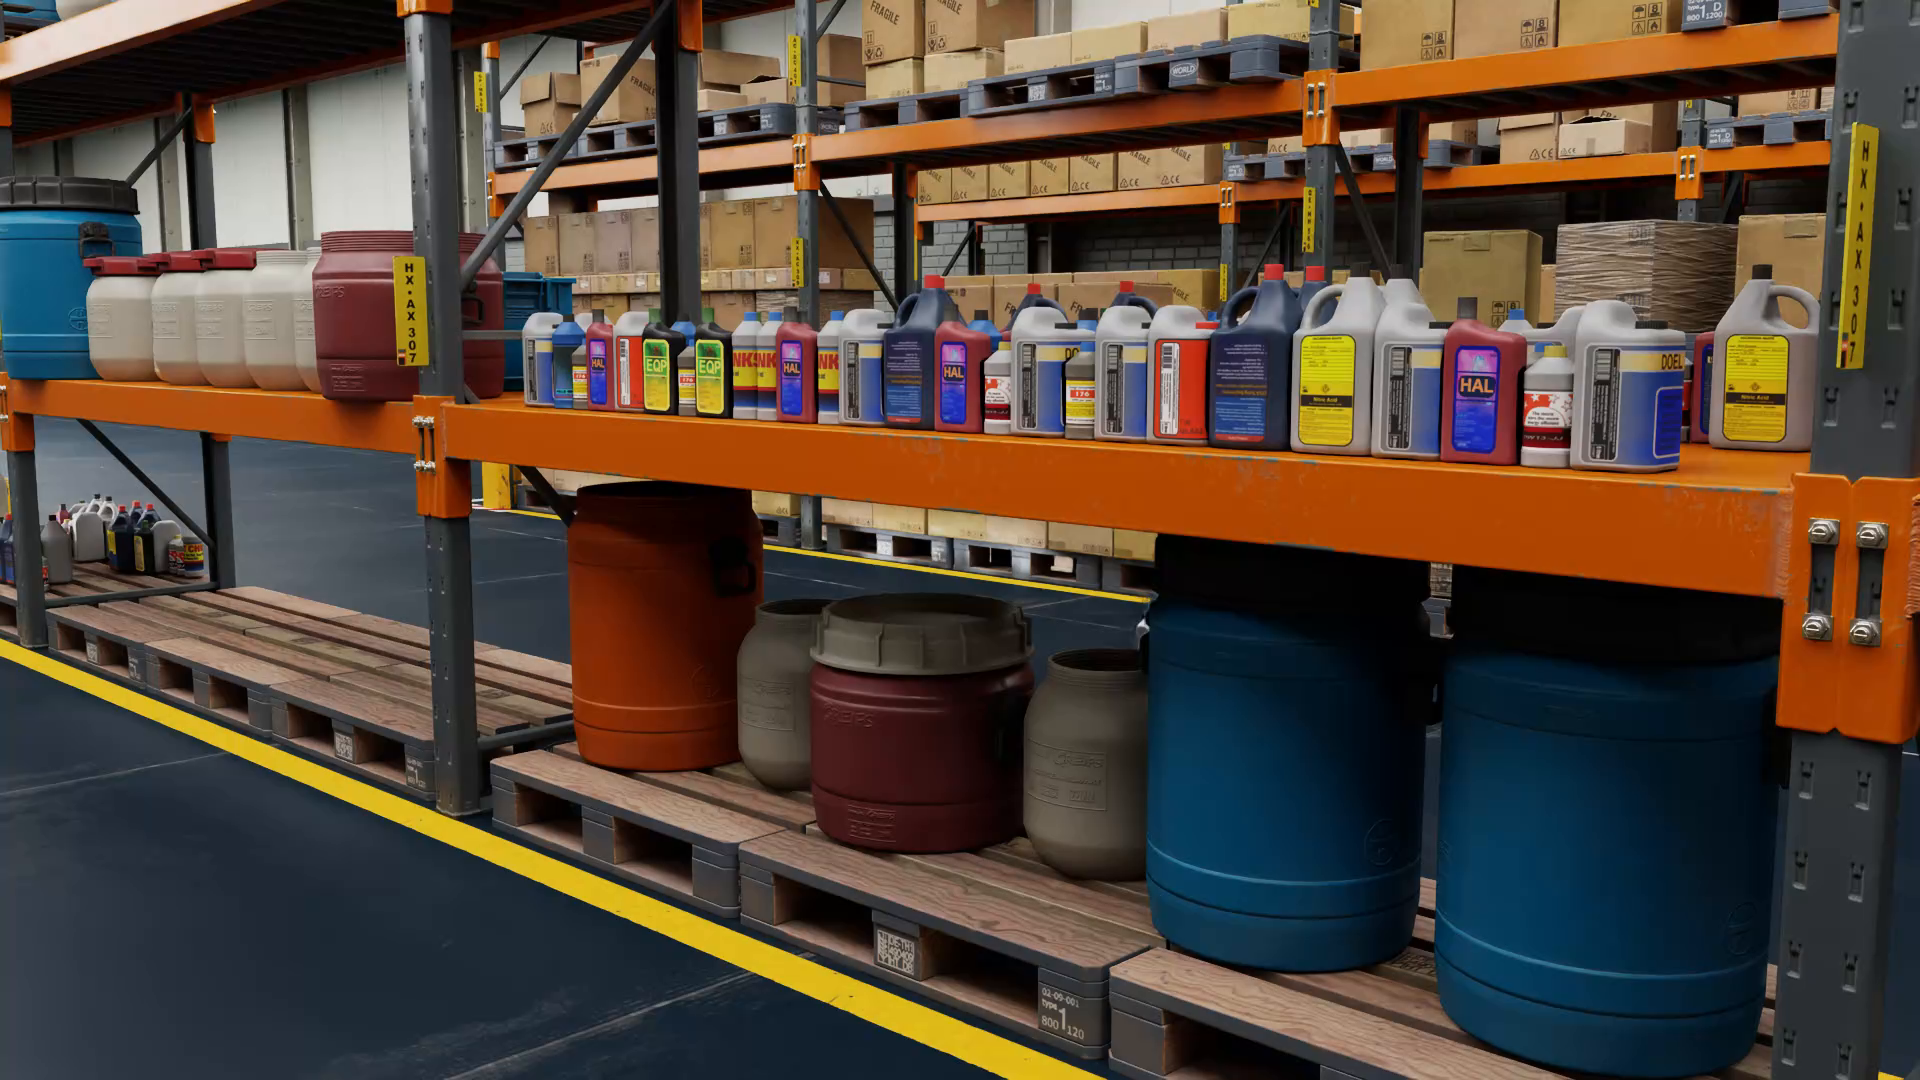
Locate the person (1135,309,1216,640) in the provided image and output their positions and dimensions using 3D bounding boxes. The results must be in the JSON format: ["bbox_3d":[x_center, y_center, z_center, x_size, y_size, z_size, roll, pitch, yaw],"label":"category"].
[{"bbox_3d":[1.068,-0.173,7.019,0.646,1.589,0.440,-6,9,-39],"label":"person"}]
